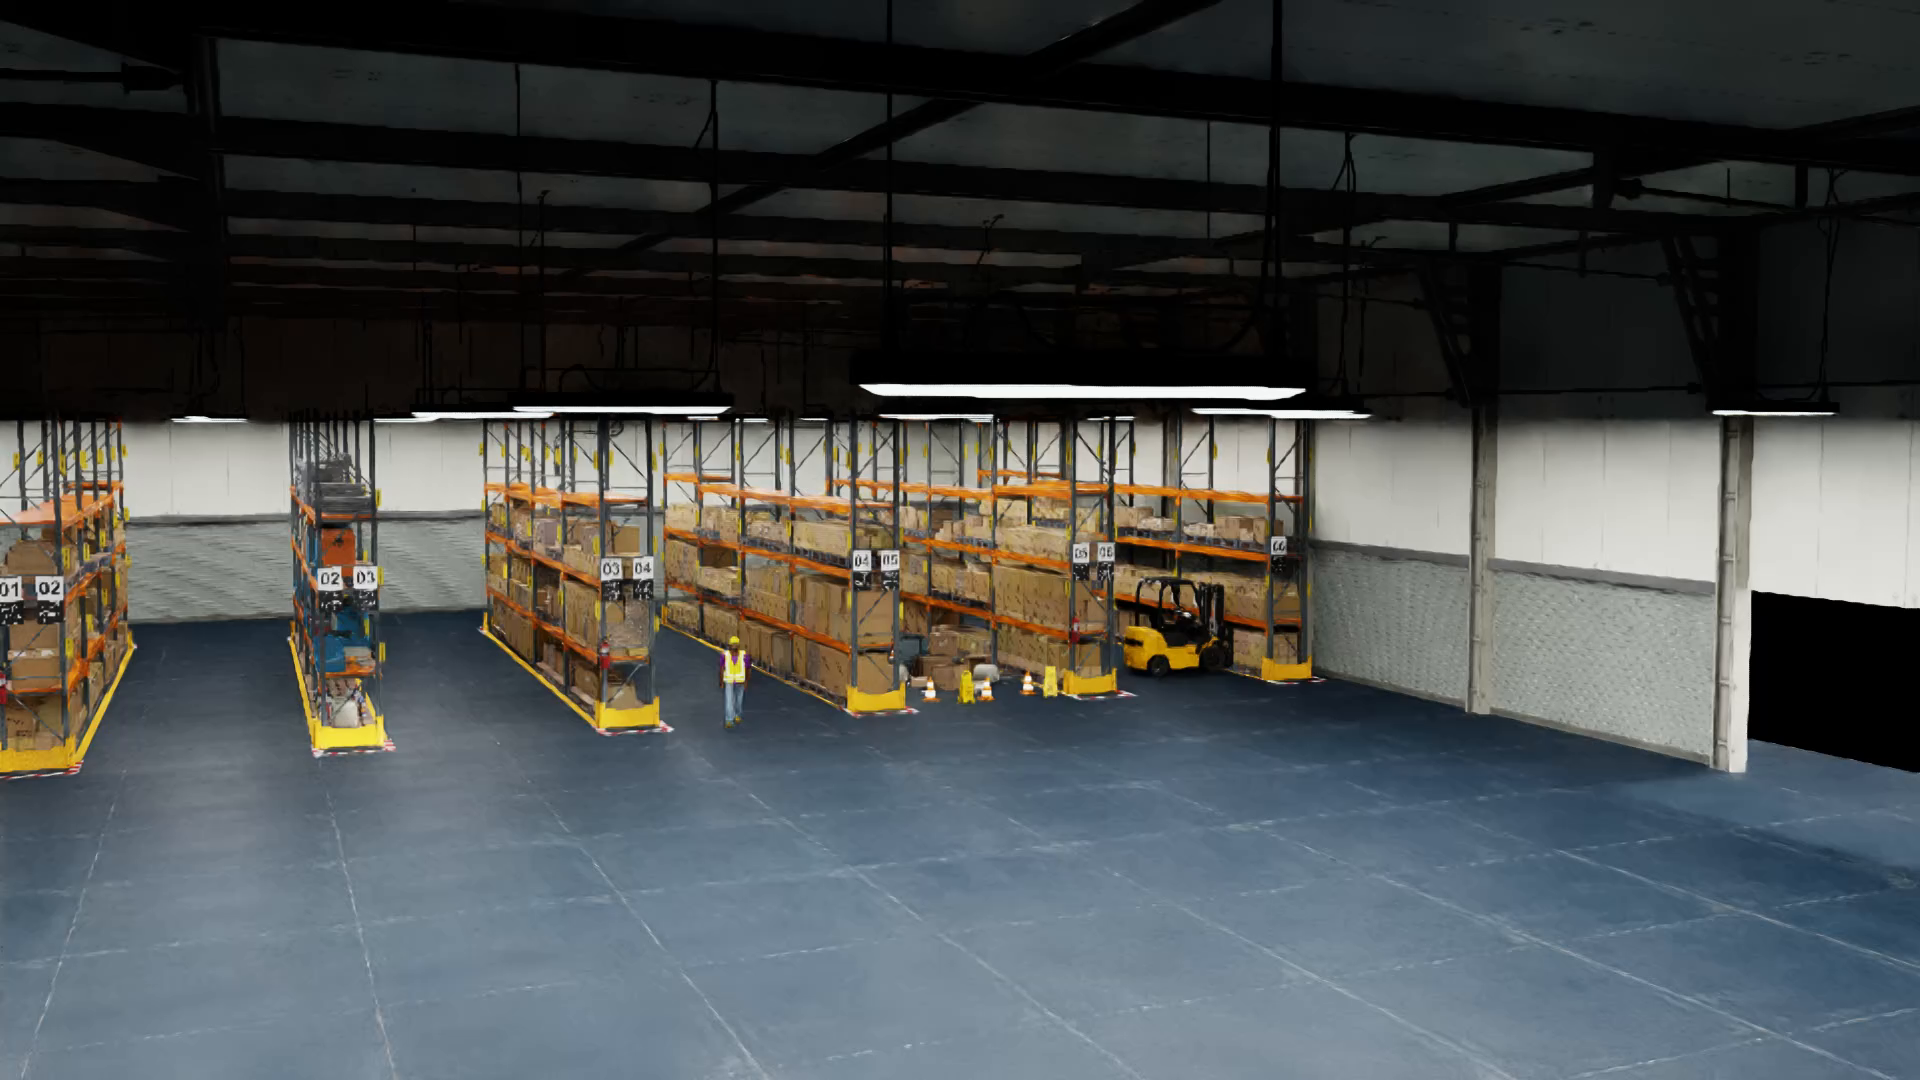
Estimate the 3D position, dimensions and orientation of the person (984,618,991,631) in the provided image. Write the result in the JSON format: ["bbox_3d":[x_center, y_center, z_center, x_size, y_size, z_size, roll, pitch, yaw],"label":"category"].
[{"bbox_3d":[0.829,1.790,44.054,0.537,1.677,0.416,3,5,35],"label":"person"}]

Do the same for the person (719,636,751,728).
[{"bbox_3d":[-4.244,2.659,31.416,0.571,1.706,1.041,-1,4,-14],"label":"person"}]
